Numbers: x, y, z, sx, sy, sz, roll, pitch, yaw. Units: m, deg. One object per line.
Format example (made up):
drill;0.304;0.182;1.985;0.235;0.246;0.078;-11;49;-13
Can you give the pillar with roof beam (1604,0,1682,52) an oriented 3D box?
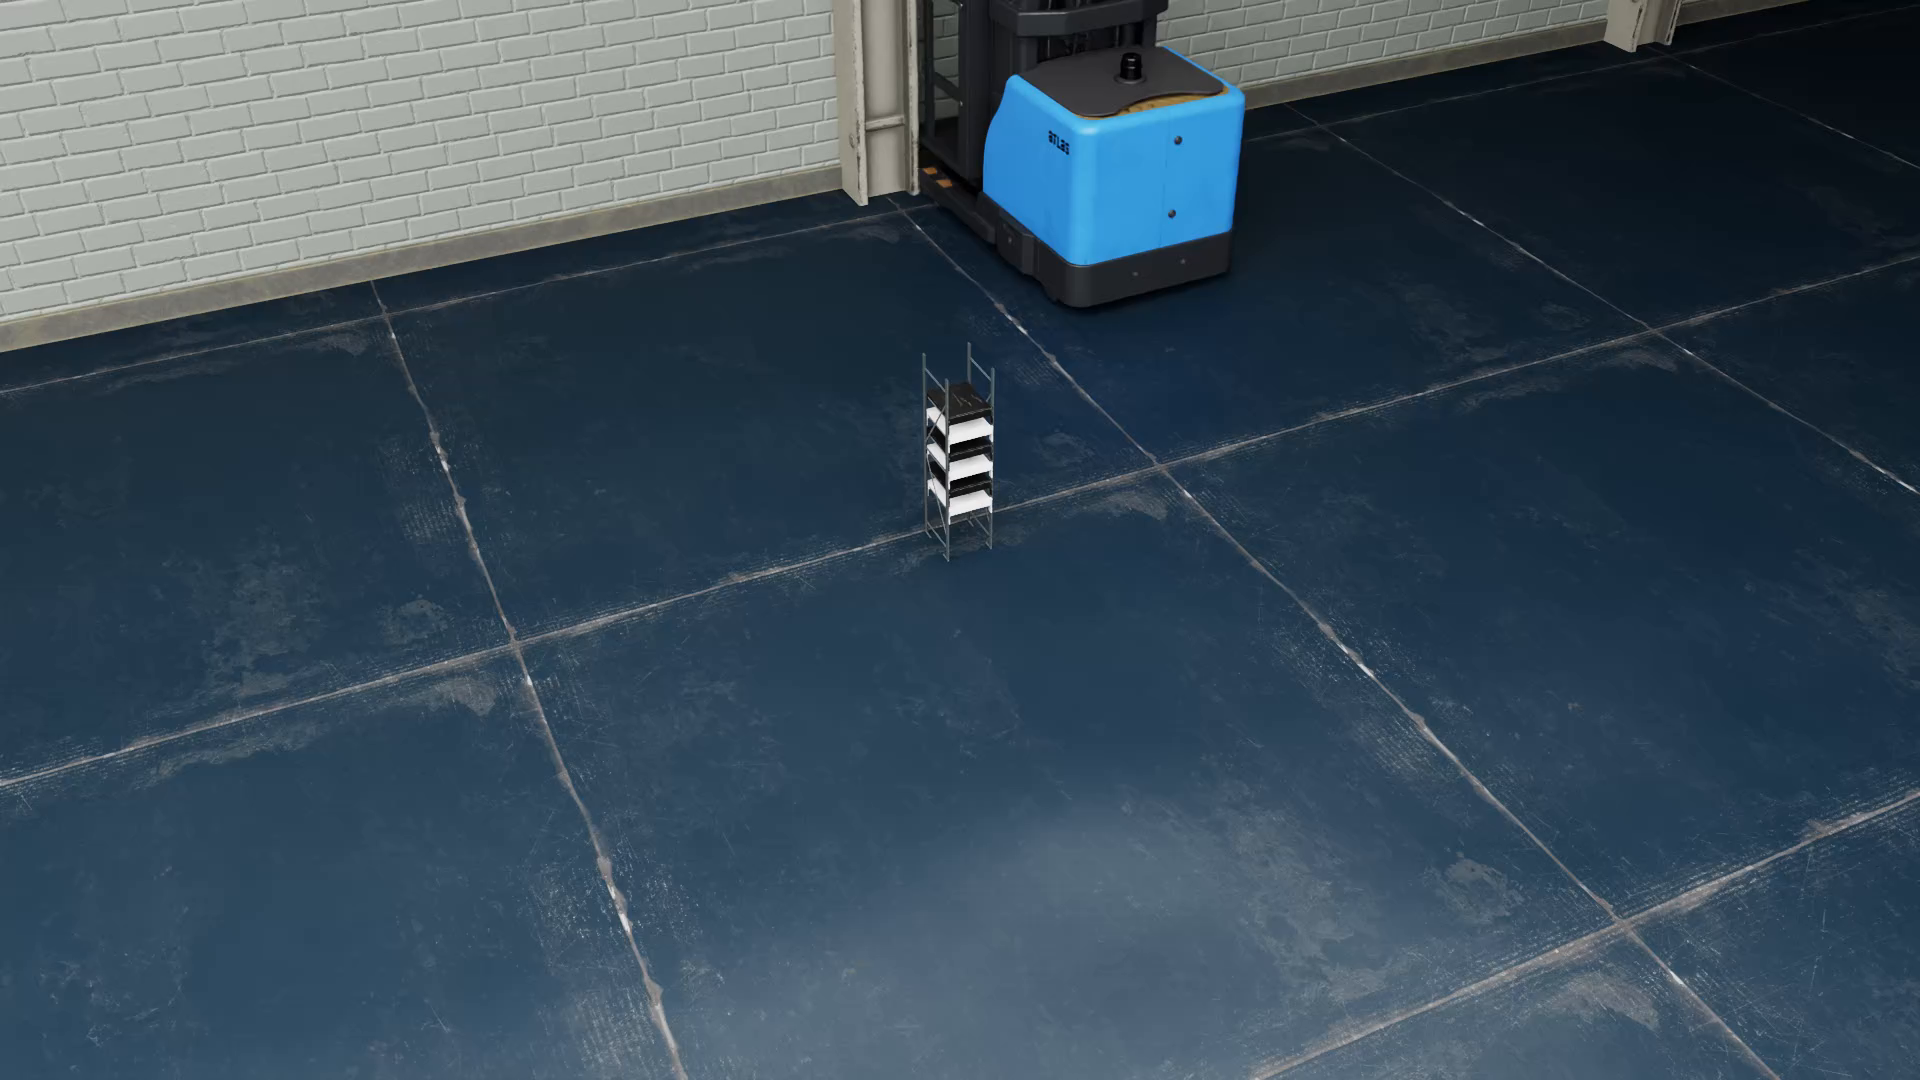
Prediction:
pillar with roof beam;6.776;-4.942;6.359;0.400;9.000;9.100;-16;39;-20

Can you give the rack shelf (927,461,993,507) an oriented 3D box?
rack shelf;-0.007;-0.260;7.053;0.200;0.077;0.258;-16;39;-20

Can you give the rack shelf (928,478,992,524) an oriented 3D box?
rack shelf;-0.007;-0.188;7.106;0.200;0.077;0.258;-16;39;-20

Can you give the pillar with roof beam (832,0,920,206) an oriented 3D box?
pillar with roof beam;1.344;-3.423;4.312;0.400;9.000;9.100;-16;39;-20

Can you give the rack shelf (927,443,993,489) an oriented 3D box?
rack shelf;-0.007;-0.333;6.999;0.200;0.077;0.258;-16;39;-20

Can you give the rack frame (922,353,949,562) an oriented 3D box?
rack frame;-0.099;-0.334;6.944;0.006;0.900;0.240;-16;39;-20

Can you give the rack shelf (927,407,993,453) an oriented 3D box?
rack shelf;-0.007;-0.477;6.892;0.200;0.077;0.258;-16;39;-20

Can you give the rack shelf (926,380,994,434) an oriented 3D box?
rack shelf;-0.007;-0.549;6.838;0.200;0.077;0.258;-16;39;-20

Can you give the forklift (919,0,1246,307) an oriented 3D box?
forklift;0.383;-3.272;9.201;1.130;2.935;3.031;-17;40;-21

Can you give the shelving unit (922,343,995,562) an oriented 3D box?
shelving unit;-0.007;-0.359;6.979;0.210;0.900;0.258;-16;39;-20

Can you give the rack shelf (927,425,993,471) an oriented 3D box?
rack shelf;-0.007;-0.405;6.945;0.200;0.077;0.258;-16;39;-20

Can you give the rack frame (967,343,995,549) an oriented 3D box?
rack frame;0.085;-0.385;7.014;0.006;0.900;0.240;-16;39;-20
